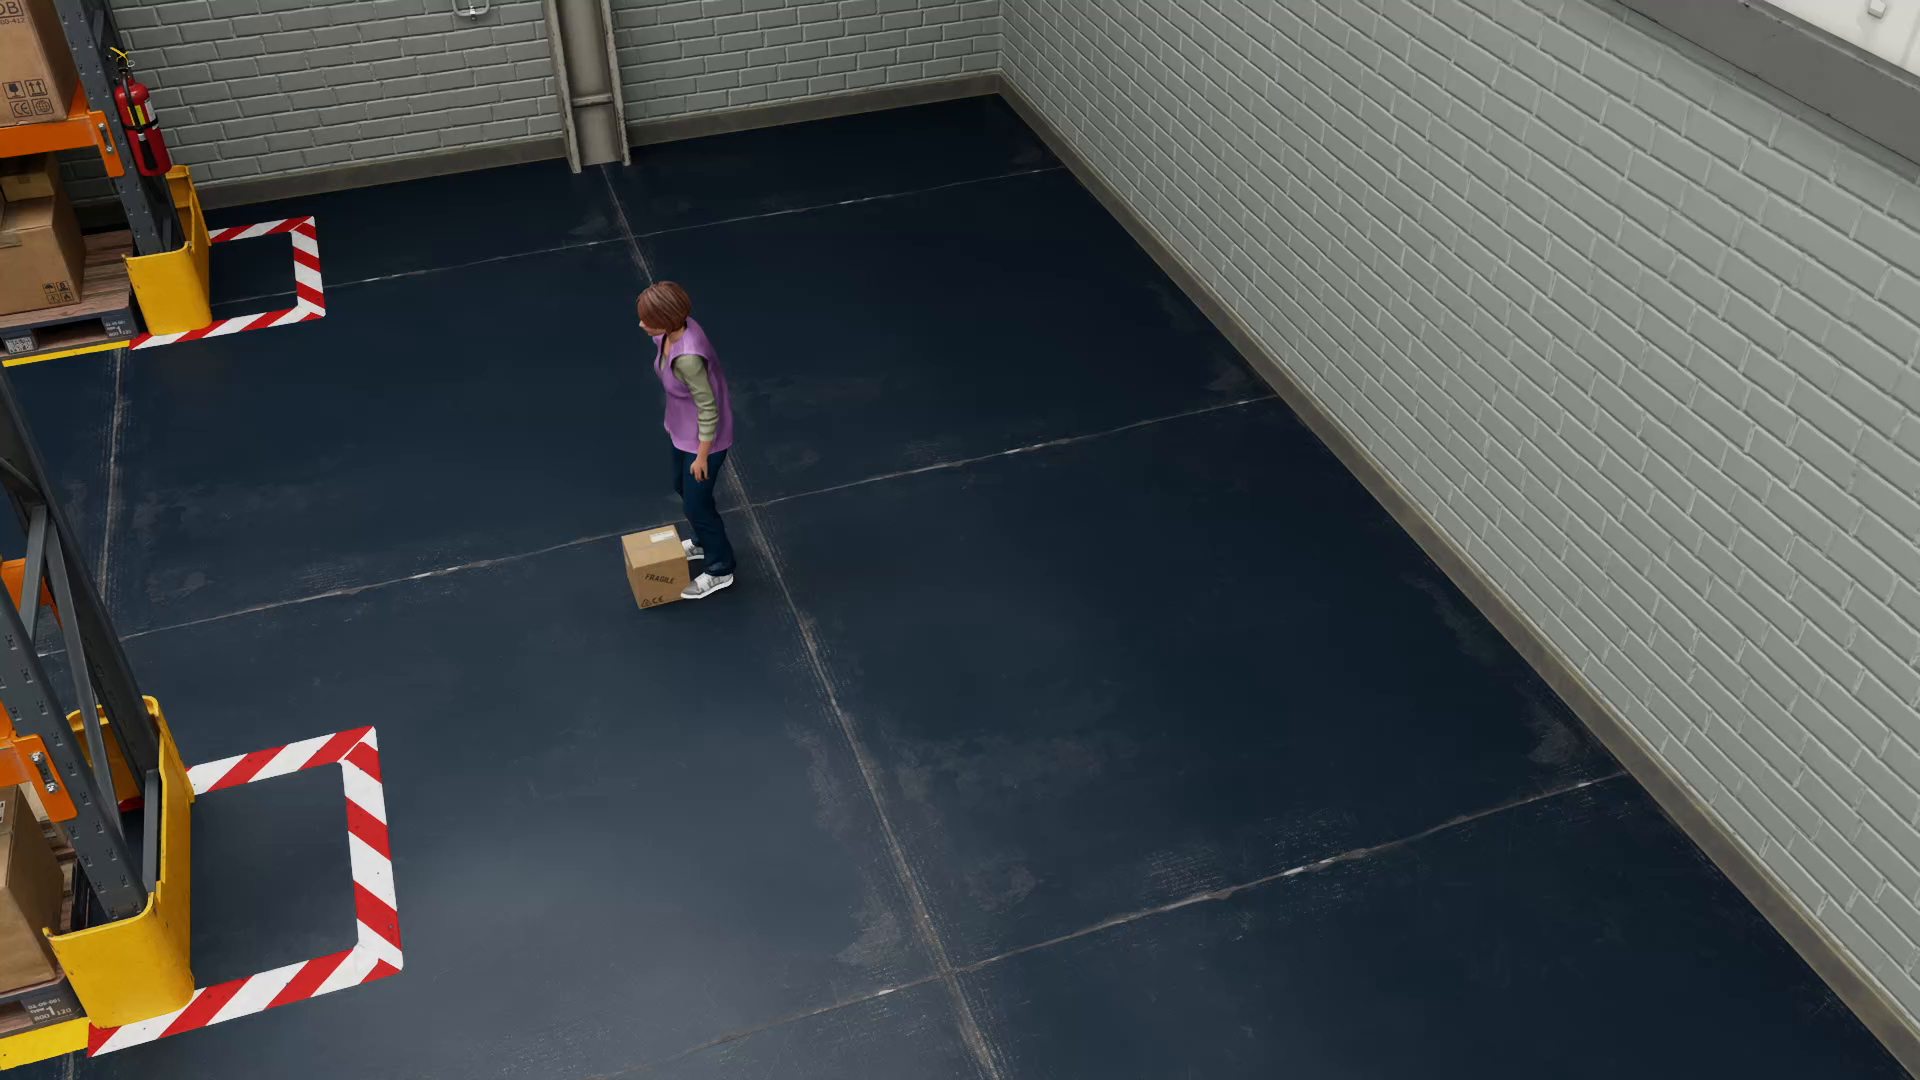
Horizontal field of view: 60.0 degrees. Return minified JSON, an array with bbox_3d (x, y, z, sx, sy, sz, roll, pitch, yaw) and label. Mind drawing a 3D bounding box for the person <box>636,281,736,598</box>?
[{"bbox_3d":[-1.187,-0.453,7.375,0.347,1.580,0.480,-15,41,-18],"label":"person"}]
